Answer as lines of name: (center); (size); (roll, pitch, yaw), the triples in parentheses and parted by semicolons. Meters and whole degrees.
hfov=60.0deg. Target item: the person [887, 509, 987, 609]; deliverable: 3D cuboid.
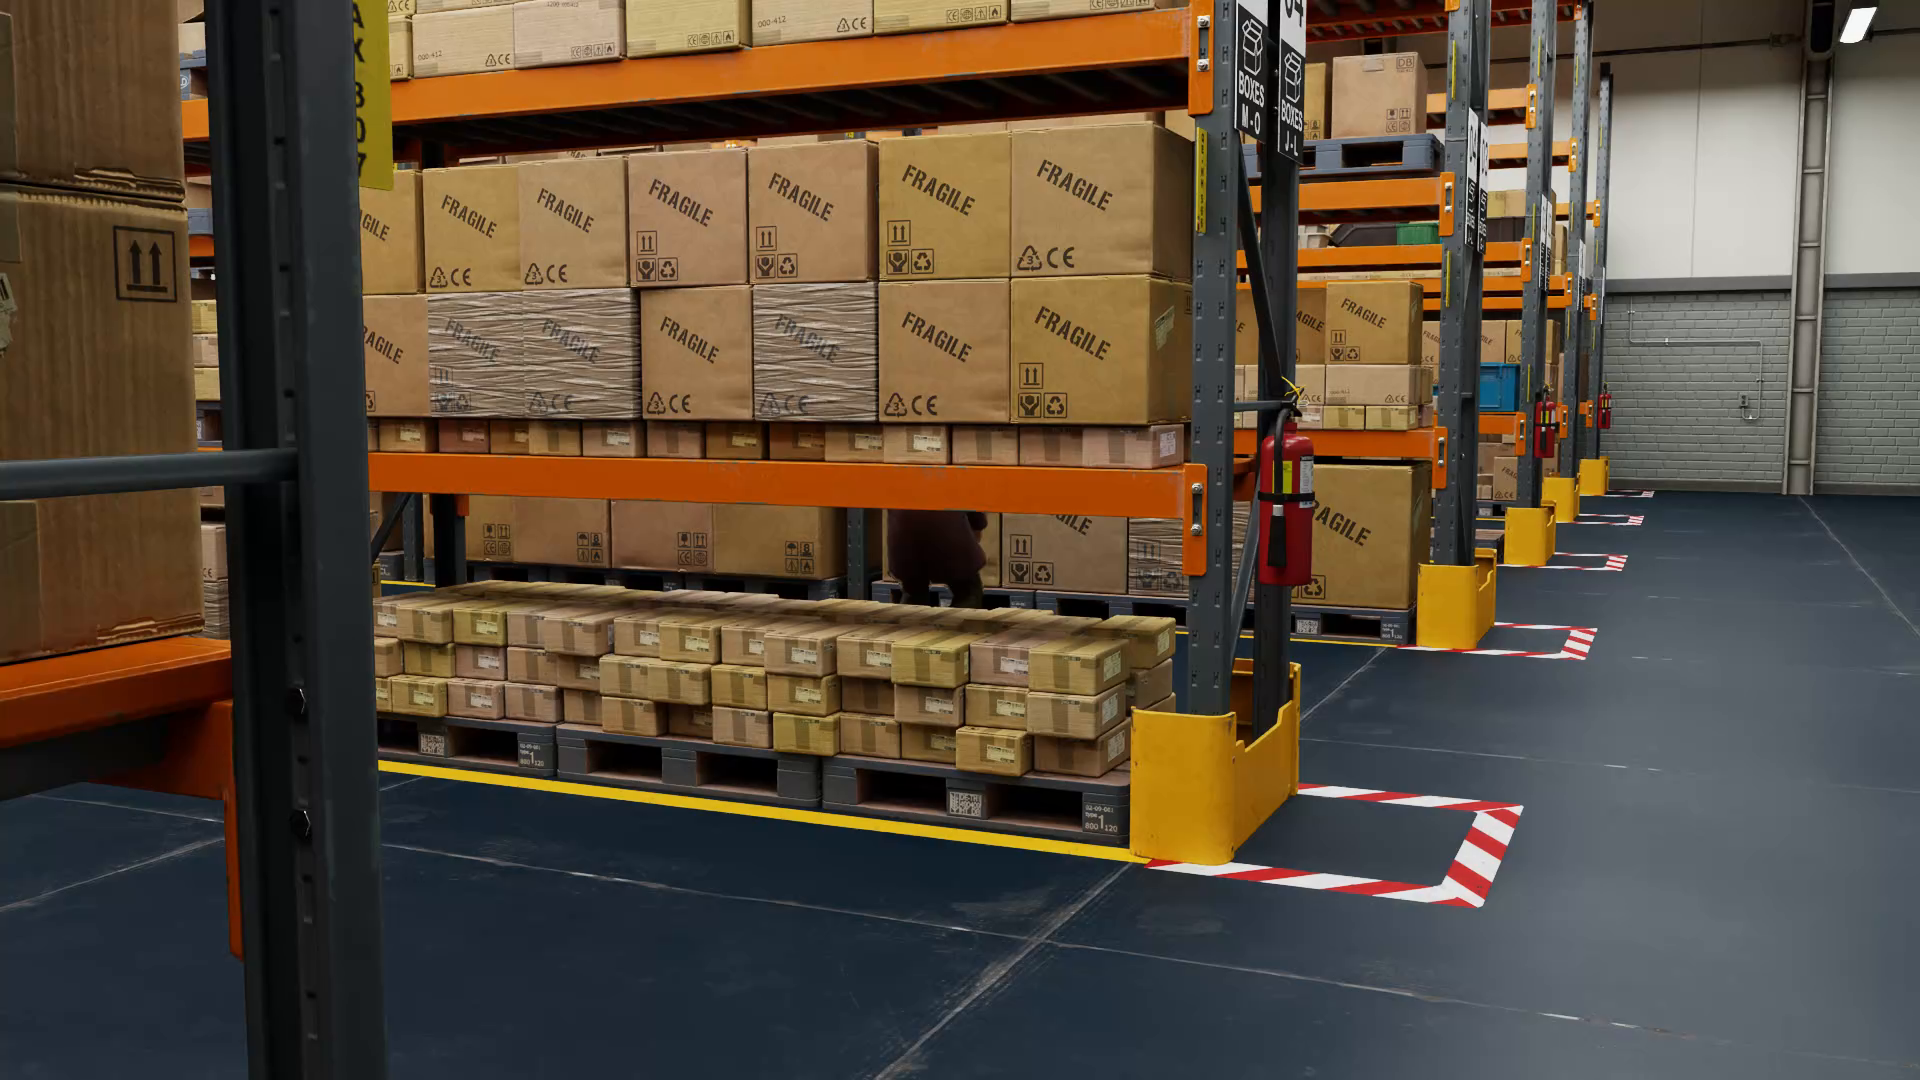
person: (-0.153, -0.055, 8.669); (0.607, 1.672, 0.503); (3, 6, 25)
